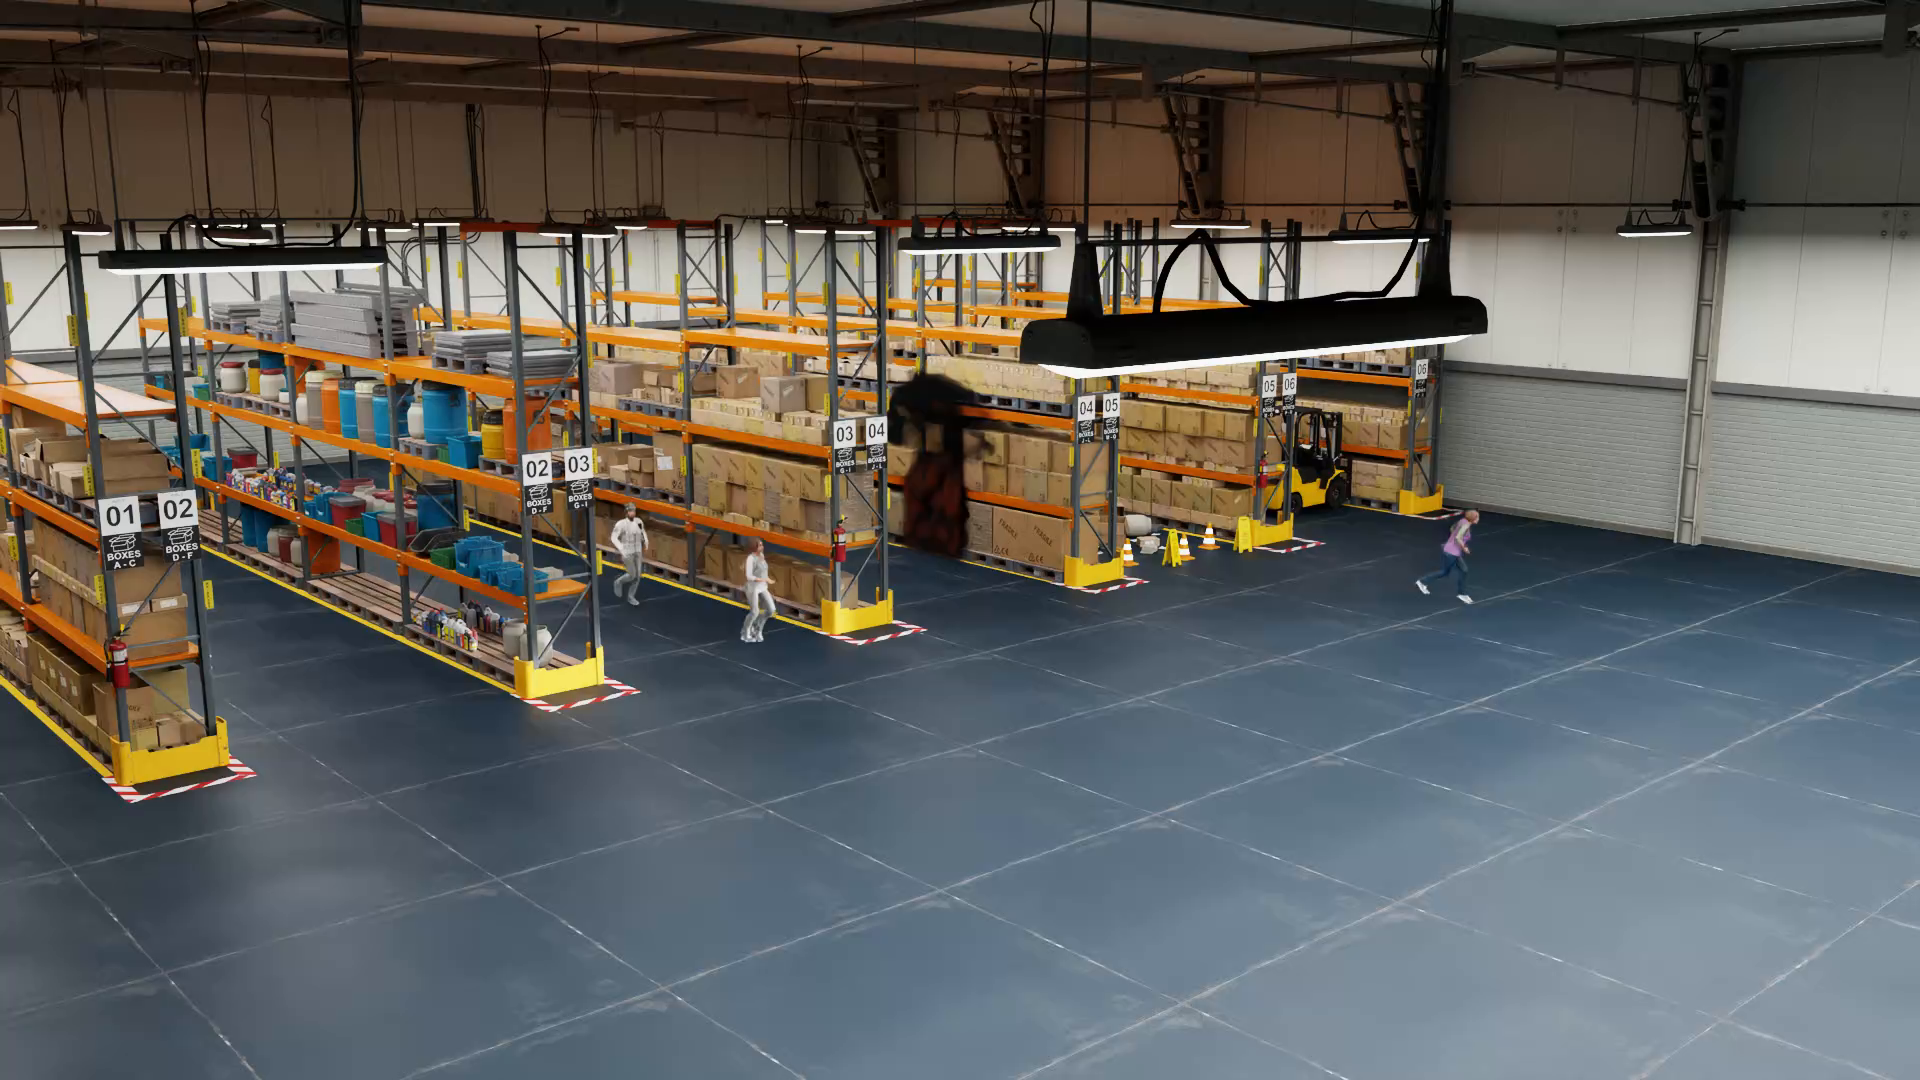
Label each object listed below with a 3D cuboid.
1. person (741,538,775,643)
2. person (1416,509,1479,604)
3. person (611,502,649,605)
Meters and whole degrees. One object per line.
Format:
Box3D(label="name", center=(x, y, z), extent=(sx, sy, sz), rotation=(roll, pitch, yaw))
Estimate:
Box3D(label="person", center=(-2.925, 0.749, 24.192), extent=(0.628, 1.574, 0.559), rotation=(6, 13, 26))
Box3D(label="person", center=(7.873, 0.251, 26.869), extent=(0.915, 1.547, 0.570), rotation=(2, 12, 11))
Box3D(label="person", center=(-5.267, 0.202, 26.715), extent=(0.609, 1.671, 0.565), rotation=(-10, 15, -41))
